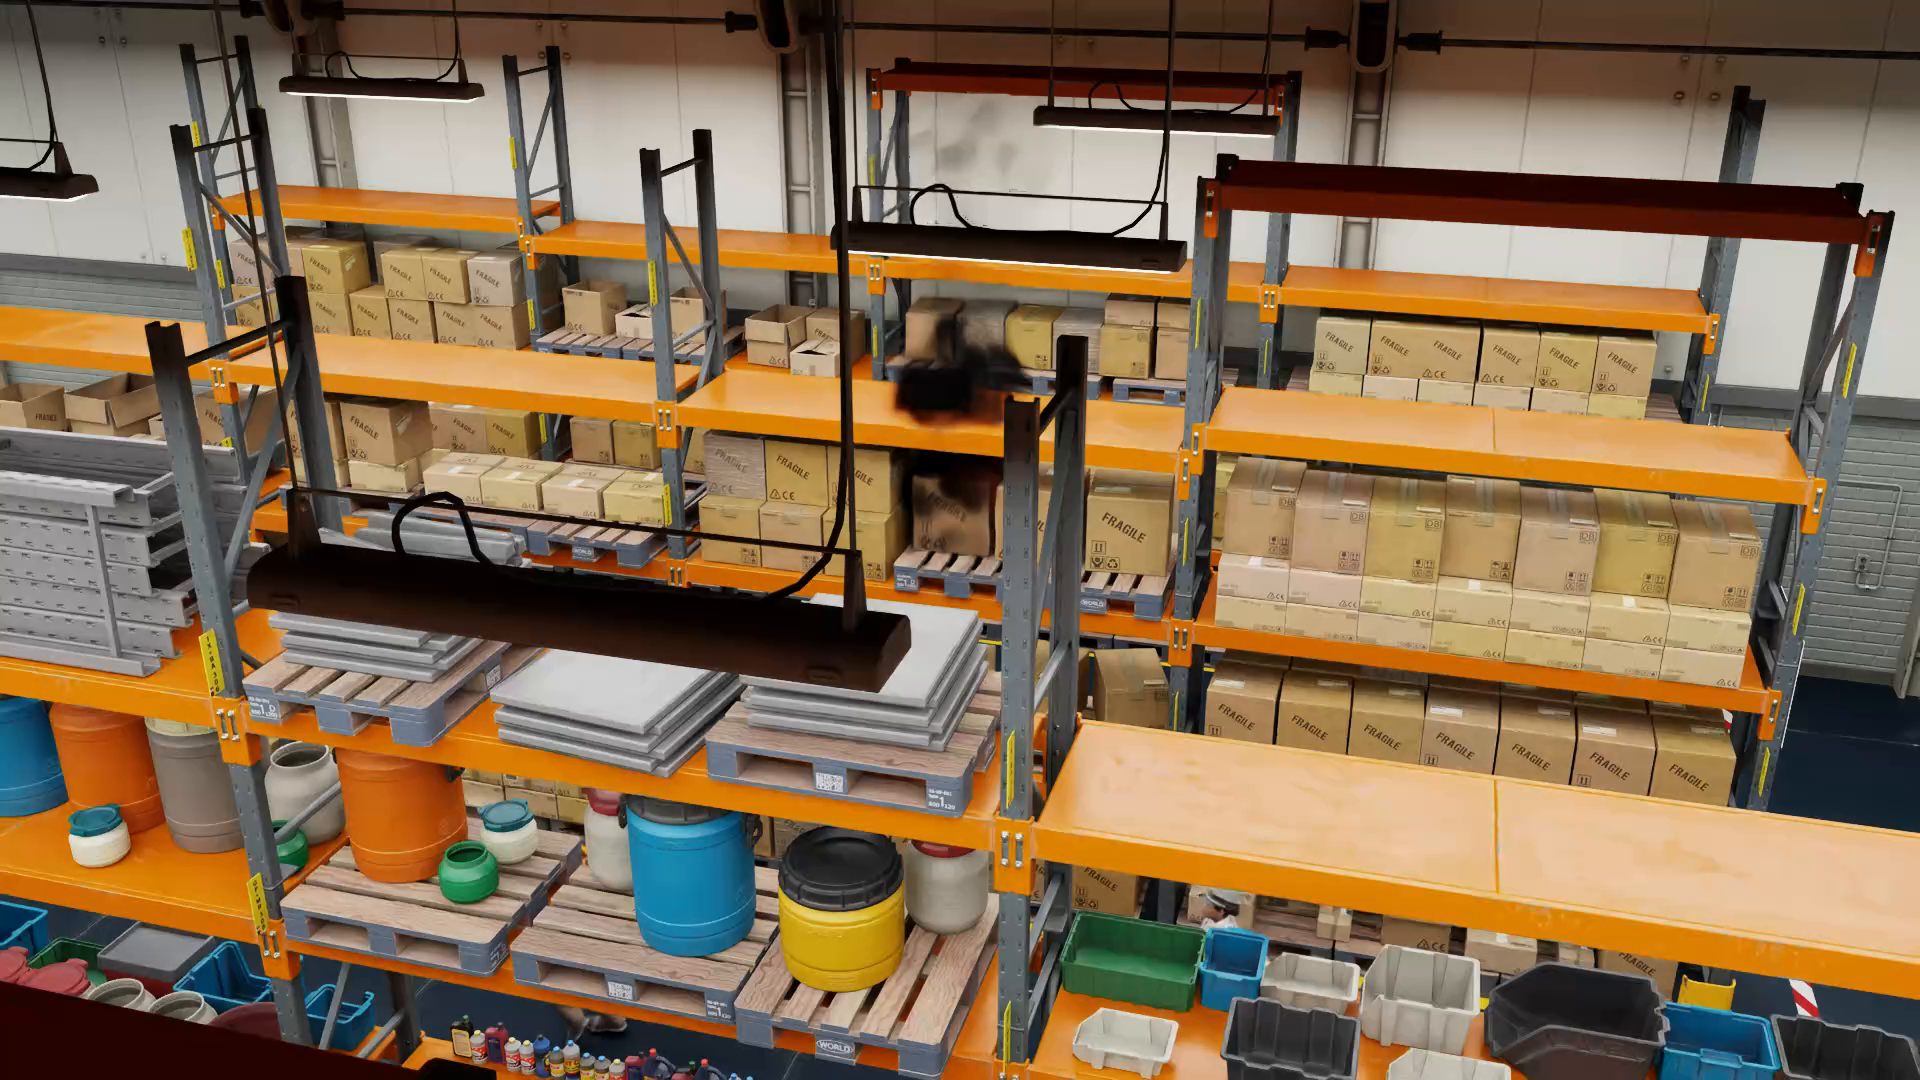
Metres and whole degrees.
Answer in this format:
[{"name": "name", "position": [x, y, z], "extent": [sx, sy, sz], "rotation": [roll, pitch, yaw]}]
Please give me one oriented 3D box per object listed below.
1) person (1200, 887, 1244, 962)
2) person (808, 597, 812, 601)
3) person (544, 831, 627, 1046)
[{"name": "person", "position": [1.810, 3.050, 11.221], "extent": [0.857, 1.719, 0.562], "rotation": [4, 23, 9]}, {"name": "person", "position": [-1.243, 0.840, 16.530], "extent": [0.903, 1.776, 0.662], "rotation": [4, 23, 10]}, {"name": "person", "position": [-2.787, 2.822, 11.776], "extent": [0.716, 1.736, 0.656], "rotation": [6, 23, 13]}]
